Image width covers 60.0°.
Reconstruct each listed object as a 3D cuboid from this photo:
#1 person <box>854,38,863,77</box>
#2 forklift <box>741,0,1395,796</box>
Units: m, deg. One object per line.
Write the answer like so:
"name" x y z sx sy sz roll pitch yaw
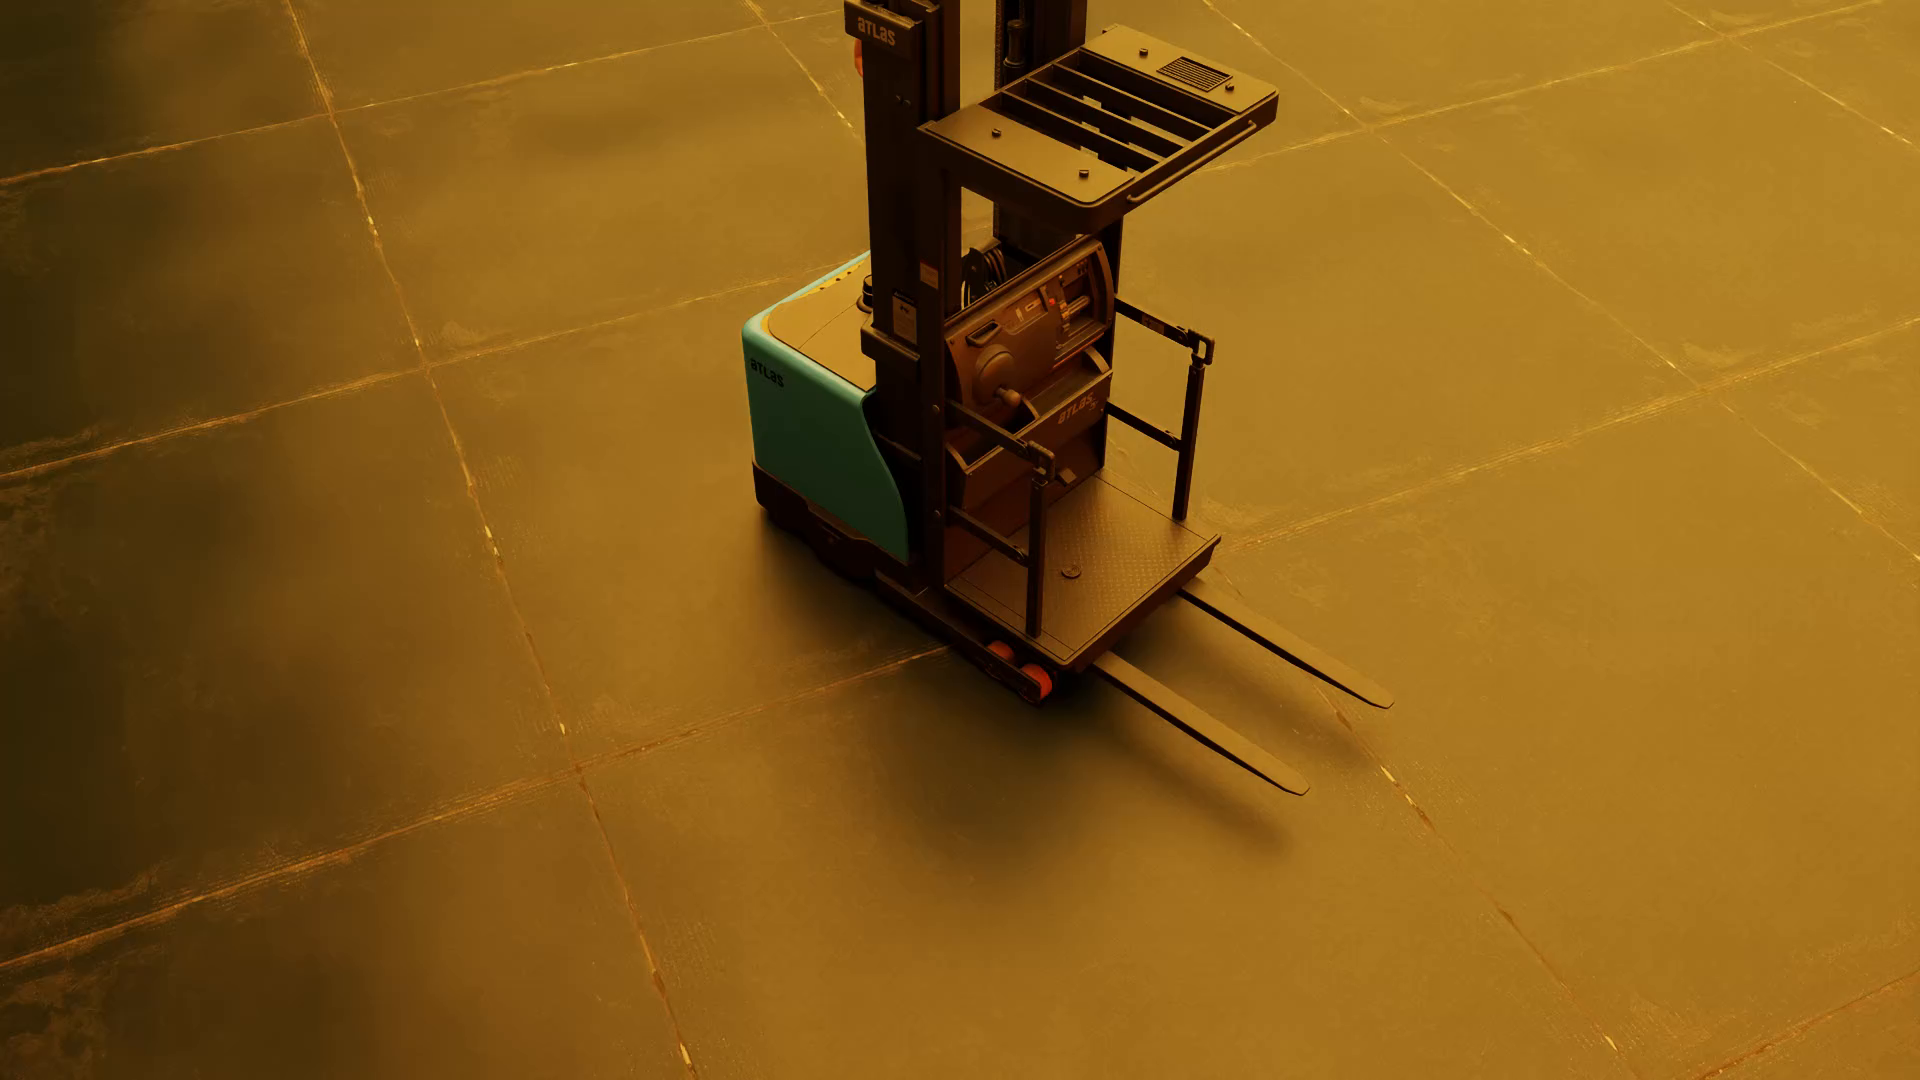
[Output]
"person" -0.358 -2.889 9.646 0.642 1.728 0.550 -21 47 -21
"forklift" 0.445 -0.788 6.525 3.031 2.935 1.130 32 52 30
